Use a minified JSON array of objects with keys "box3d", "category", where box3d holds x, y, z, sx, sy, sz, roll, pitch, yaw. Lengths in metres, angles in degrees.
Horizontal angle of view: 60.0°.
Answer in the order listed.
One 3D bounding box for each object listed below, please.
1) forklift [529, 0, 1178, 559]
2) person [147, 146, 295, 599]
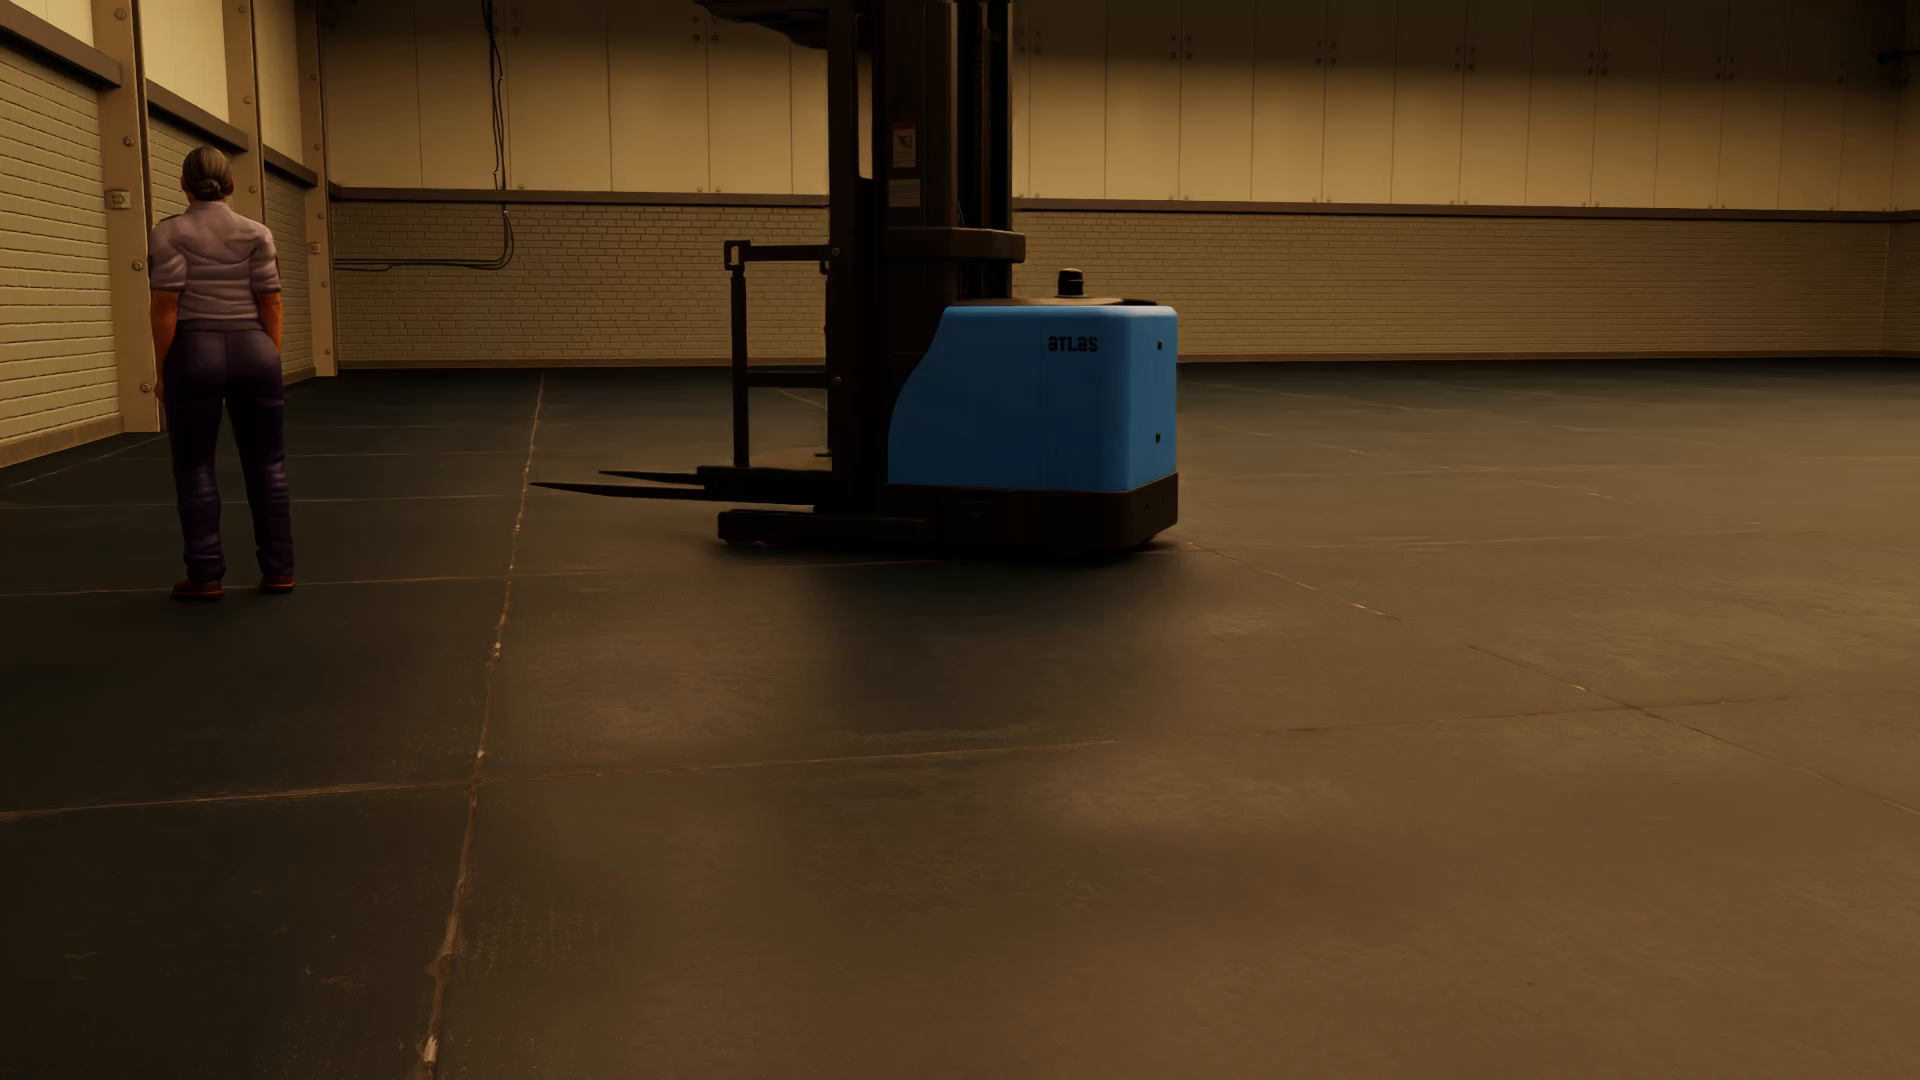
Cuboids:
[{"box3d":[-0.560,-1.476,7.679,3.031,2.935,1.130,3,9,20],"category":"forklift"},{"box3d":[-2.732,-0.605,6.157,0.485,1.638,0.363,-6,10,-37],"category":"person"}]
